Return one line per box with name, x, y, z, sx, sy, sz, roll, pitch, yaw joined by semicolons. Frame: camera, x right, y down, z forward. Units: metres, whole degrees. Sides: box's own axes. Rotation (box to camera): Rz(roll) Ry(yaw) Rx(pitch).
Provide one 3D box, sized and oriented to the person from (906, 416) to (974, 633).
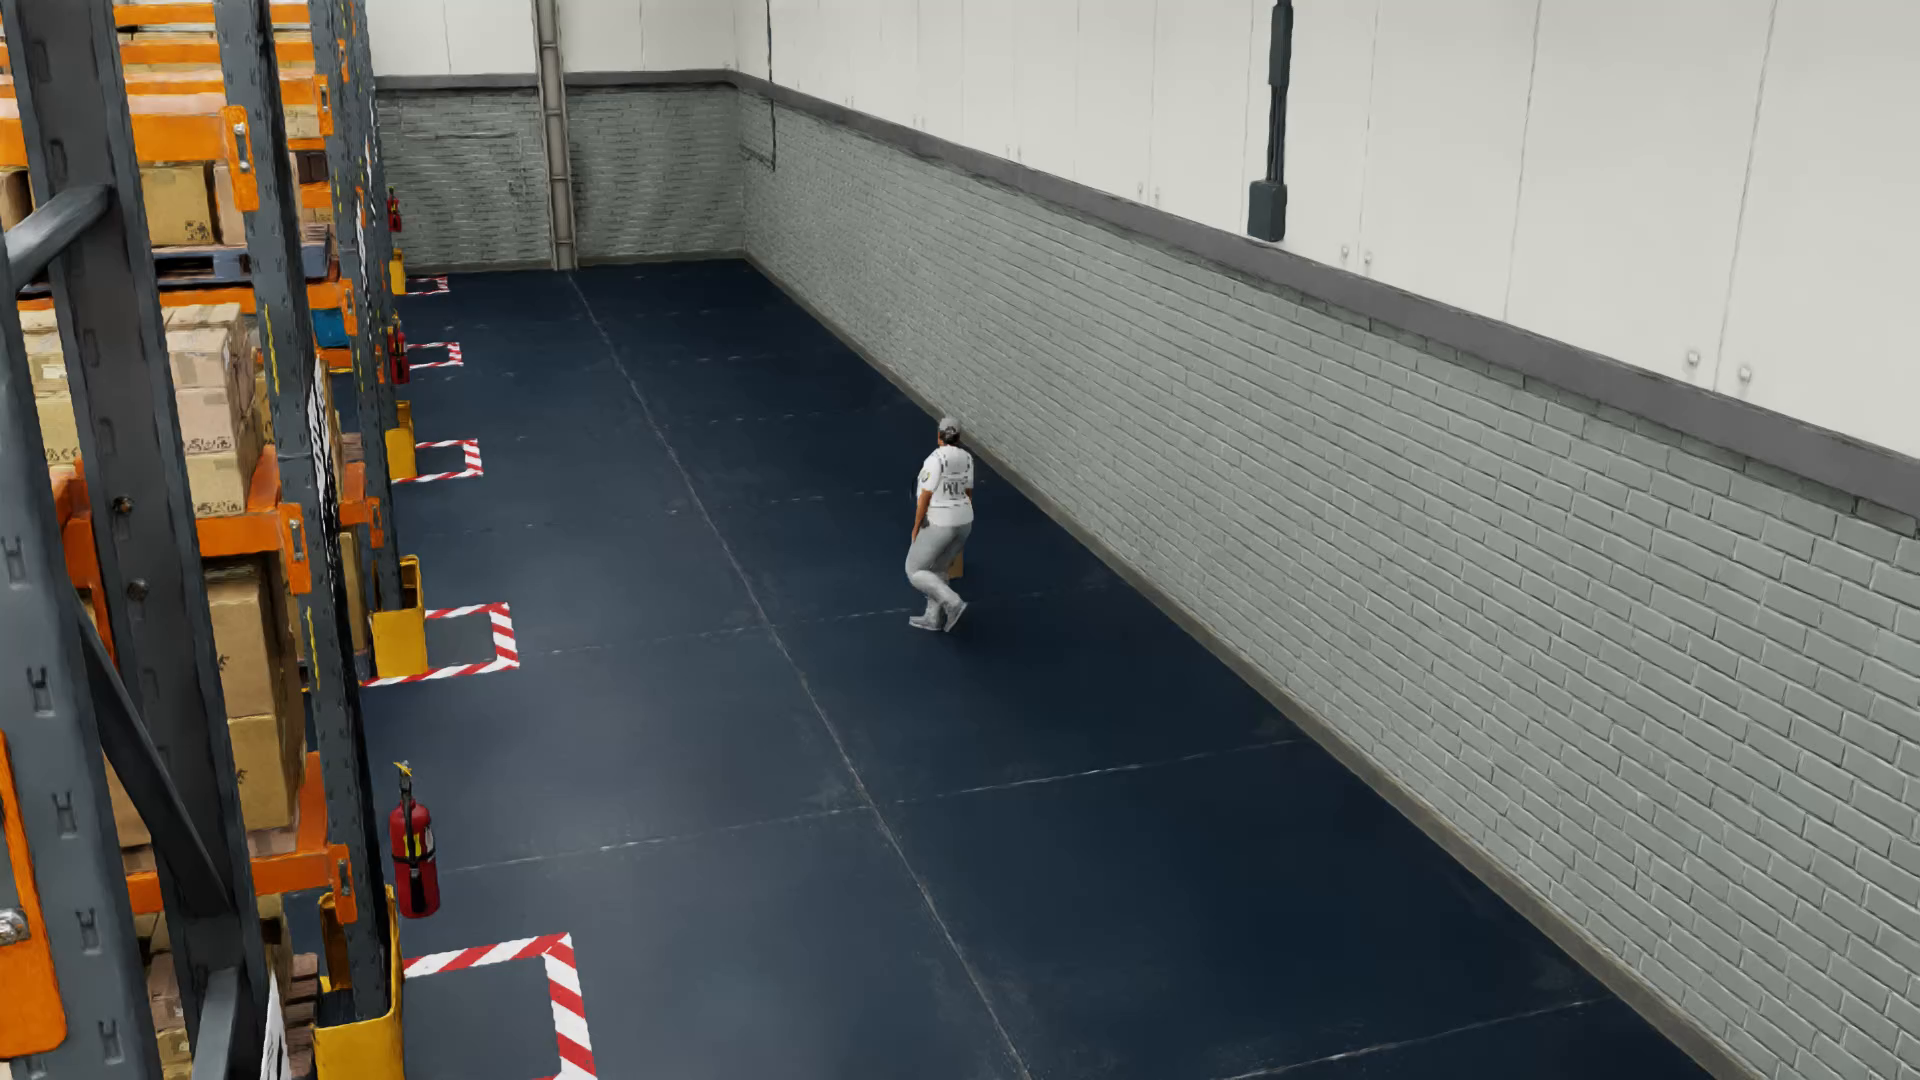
person;-0.100;-0.091;12.362;0.609;1.630;0.548;16;25;38
